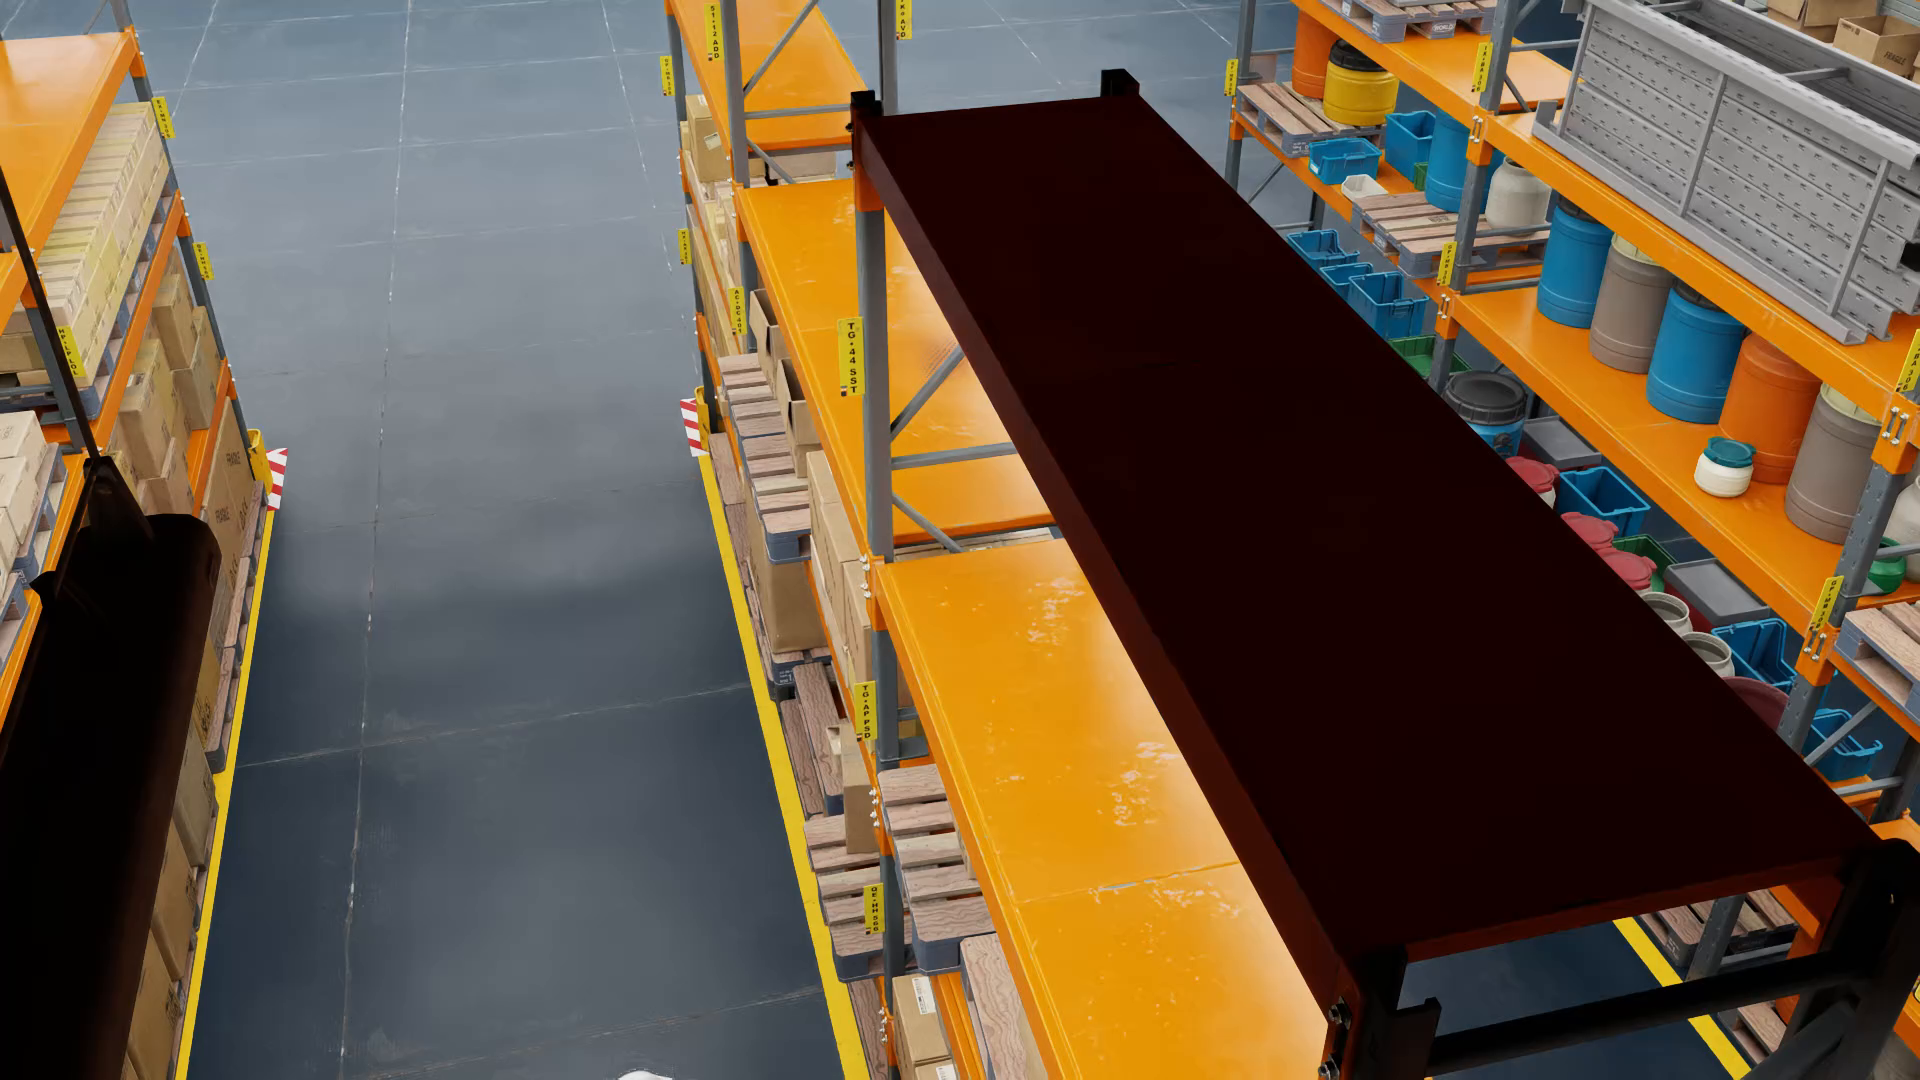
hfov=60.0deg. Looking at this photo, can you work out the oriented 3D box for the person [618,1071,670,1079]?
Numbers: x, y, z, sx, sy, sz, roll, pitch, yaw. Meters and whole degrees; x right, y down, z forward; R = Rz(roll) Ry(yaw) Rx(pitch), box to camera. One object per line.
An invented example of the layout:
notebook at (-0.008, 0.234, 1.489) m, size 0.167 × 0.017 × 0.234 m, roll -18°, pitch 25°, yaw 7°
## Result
person at (-1.418, 3.094, 7.770) m, size 0.390 × 1.776 × 0.653 m, roll -5°, pitch 35°, yaw -8°
